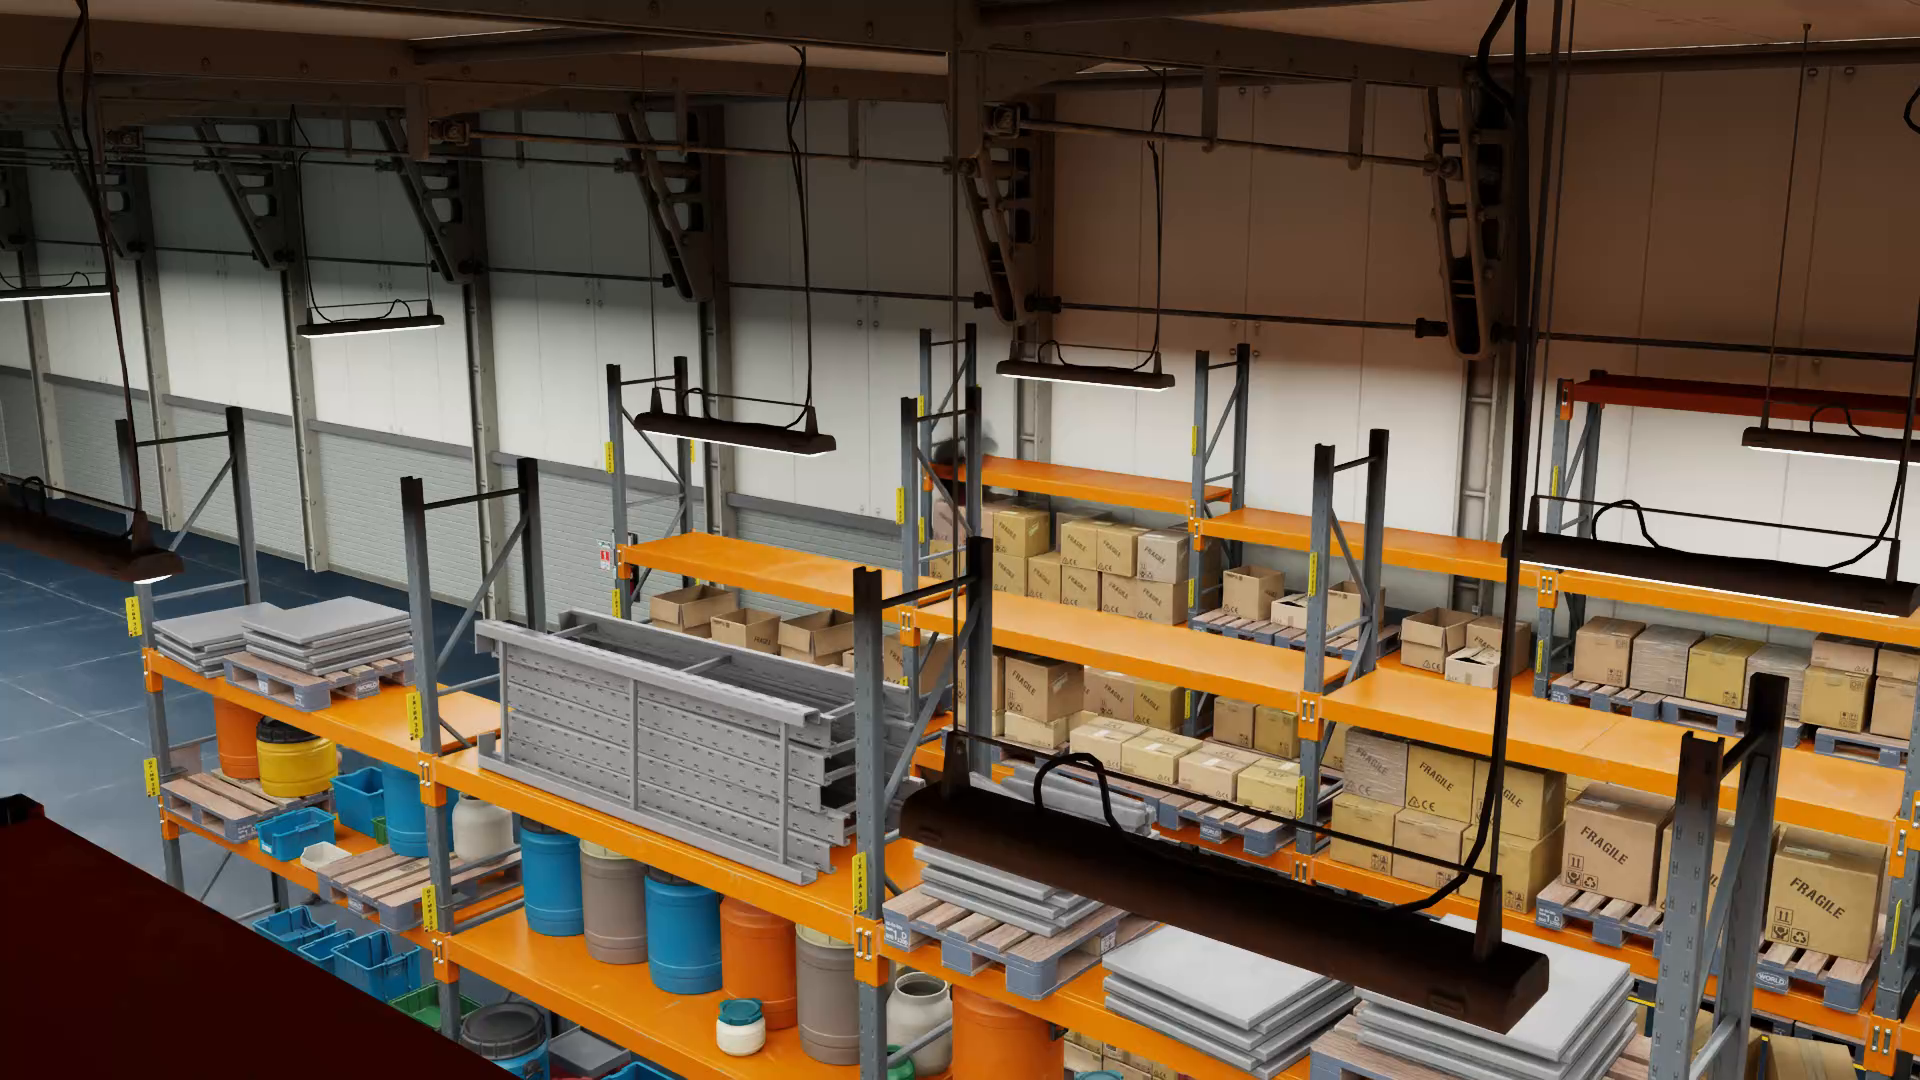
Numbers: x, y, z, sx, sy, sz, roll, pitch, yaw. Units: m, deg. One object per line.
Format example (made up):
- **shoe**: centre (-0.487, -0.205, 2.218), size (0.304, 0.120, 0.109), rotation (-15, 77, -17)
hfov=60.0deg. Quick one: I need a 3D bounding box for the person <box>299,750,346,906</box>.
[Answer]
- **person**: centre (-6.881, 3.153, 18.409), size (0.952, 1.729, 0.672), rotation (-5, 14, -21)
